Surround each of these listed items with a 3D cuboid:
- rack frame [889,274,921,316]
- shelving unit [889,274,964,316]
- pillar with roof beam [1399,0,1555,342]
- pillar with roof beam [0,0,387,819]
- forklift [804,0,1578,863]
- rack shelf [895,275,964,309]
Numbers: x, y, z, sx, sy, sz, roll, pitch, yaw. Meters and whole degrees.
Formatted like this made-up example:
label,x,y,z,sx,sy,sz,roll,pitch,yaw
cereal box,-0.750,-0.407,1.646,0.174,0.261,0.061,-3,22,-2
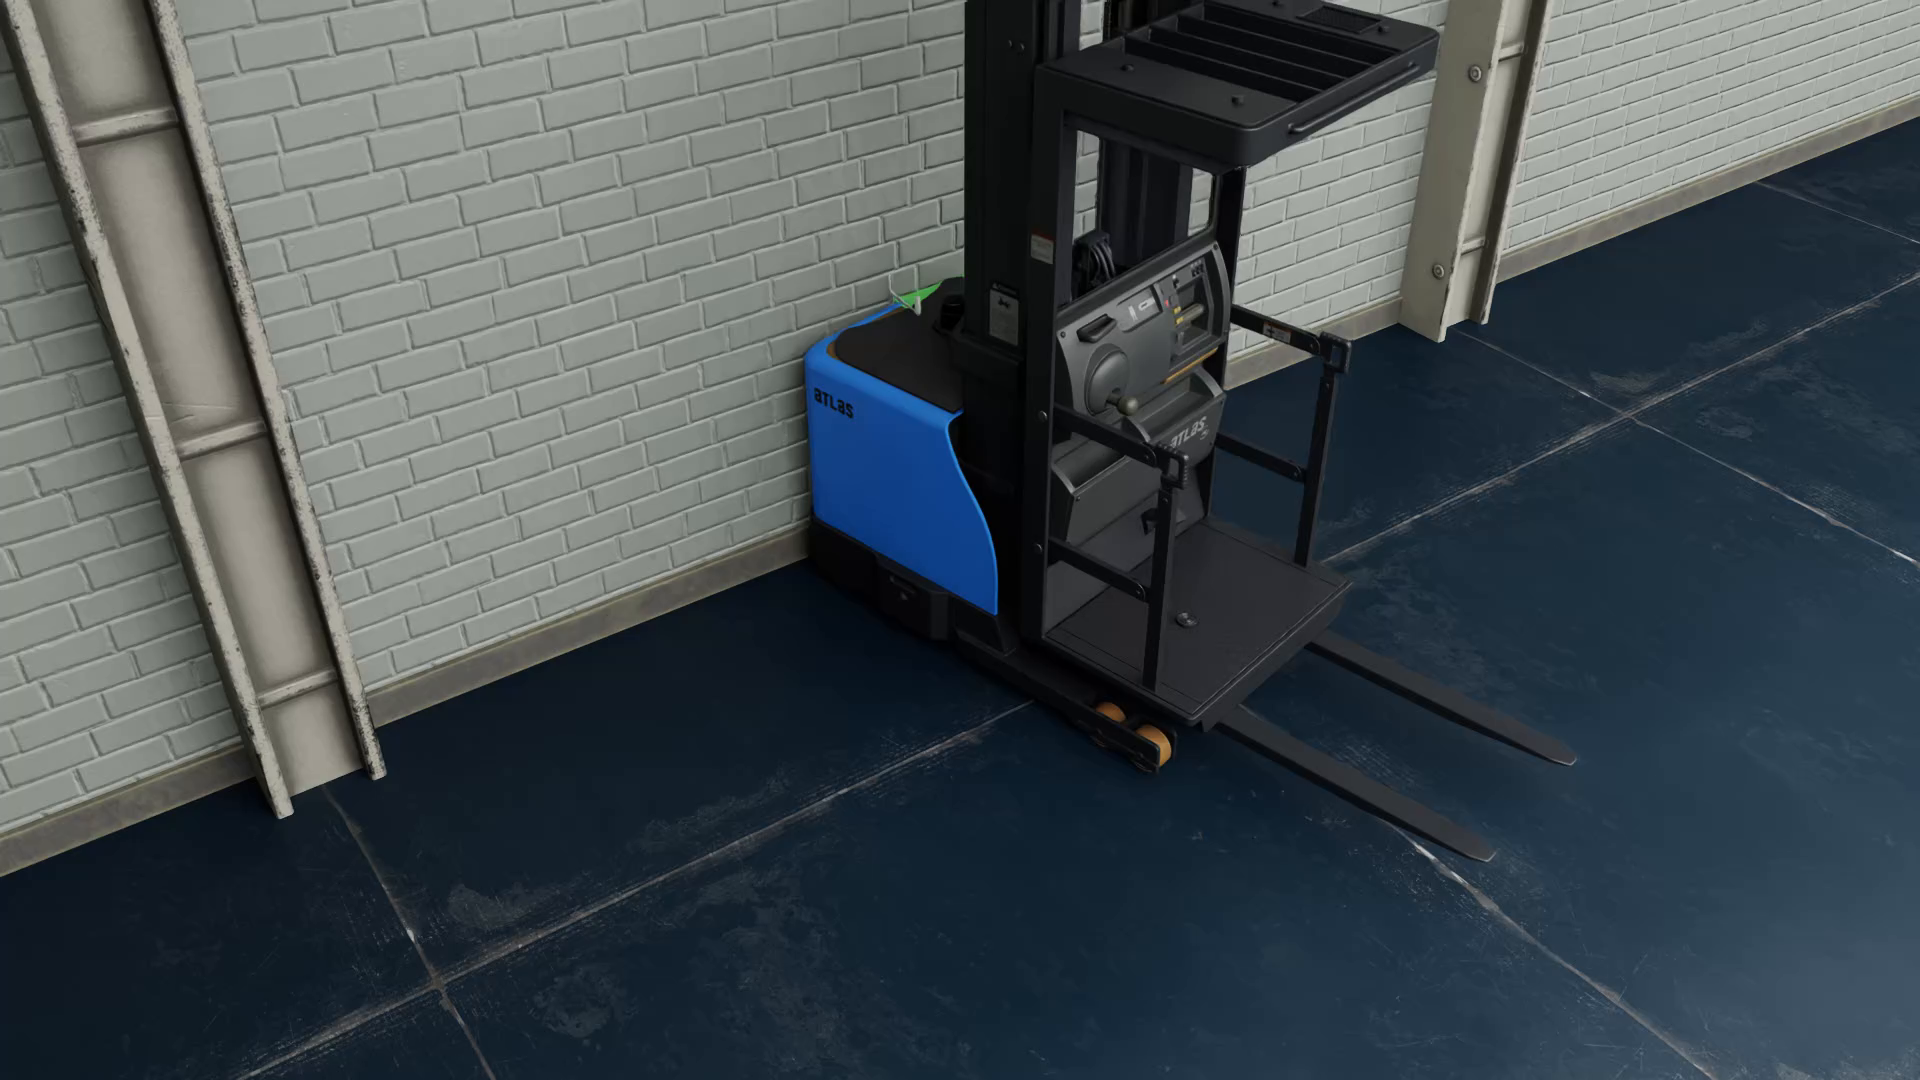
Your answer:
label,x,y,z,sx,sy,sz,roll,pitch,yaw
rack frame,-0.208,-0.541,6.989,0.015,1.200,0.240,-22,42,-24
shelving unit,-0.001,-0.624,7.087,0.503,1.200,0.258,-22,42,-24
pillar with roof beam,5.048,-2.768,3.392,0.400,9.000,9.100,-22,41,-28
pillar with roof beam,0.143,-0.750,0.586,0.400,9.000,9.100,-22,41,-28
forklift,0.811,-0.694,5.705,3.031,2.935,1.130,28,44,33
rack shelf,-0.013,-0.953,6.832,0.480,0.148,0.258,-22,42,-24
